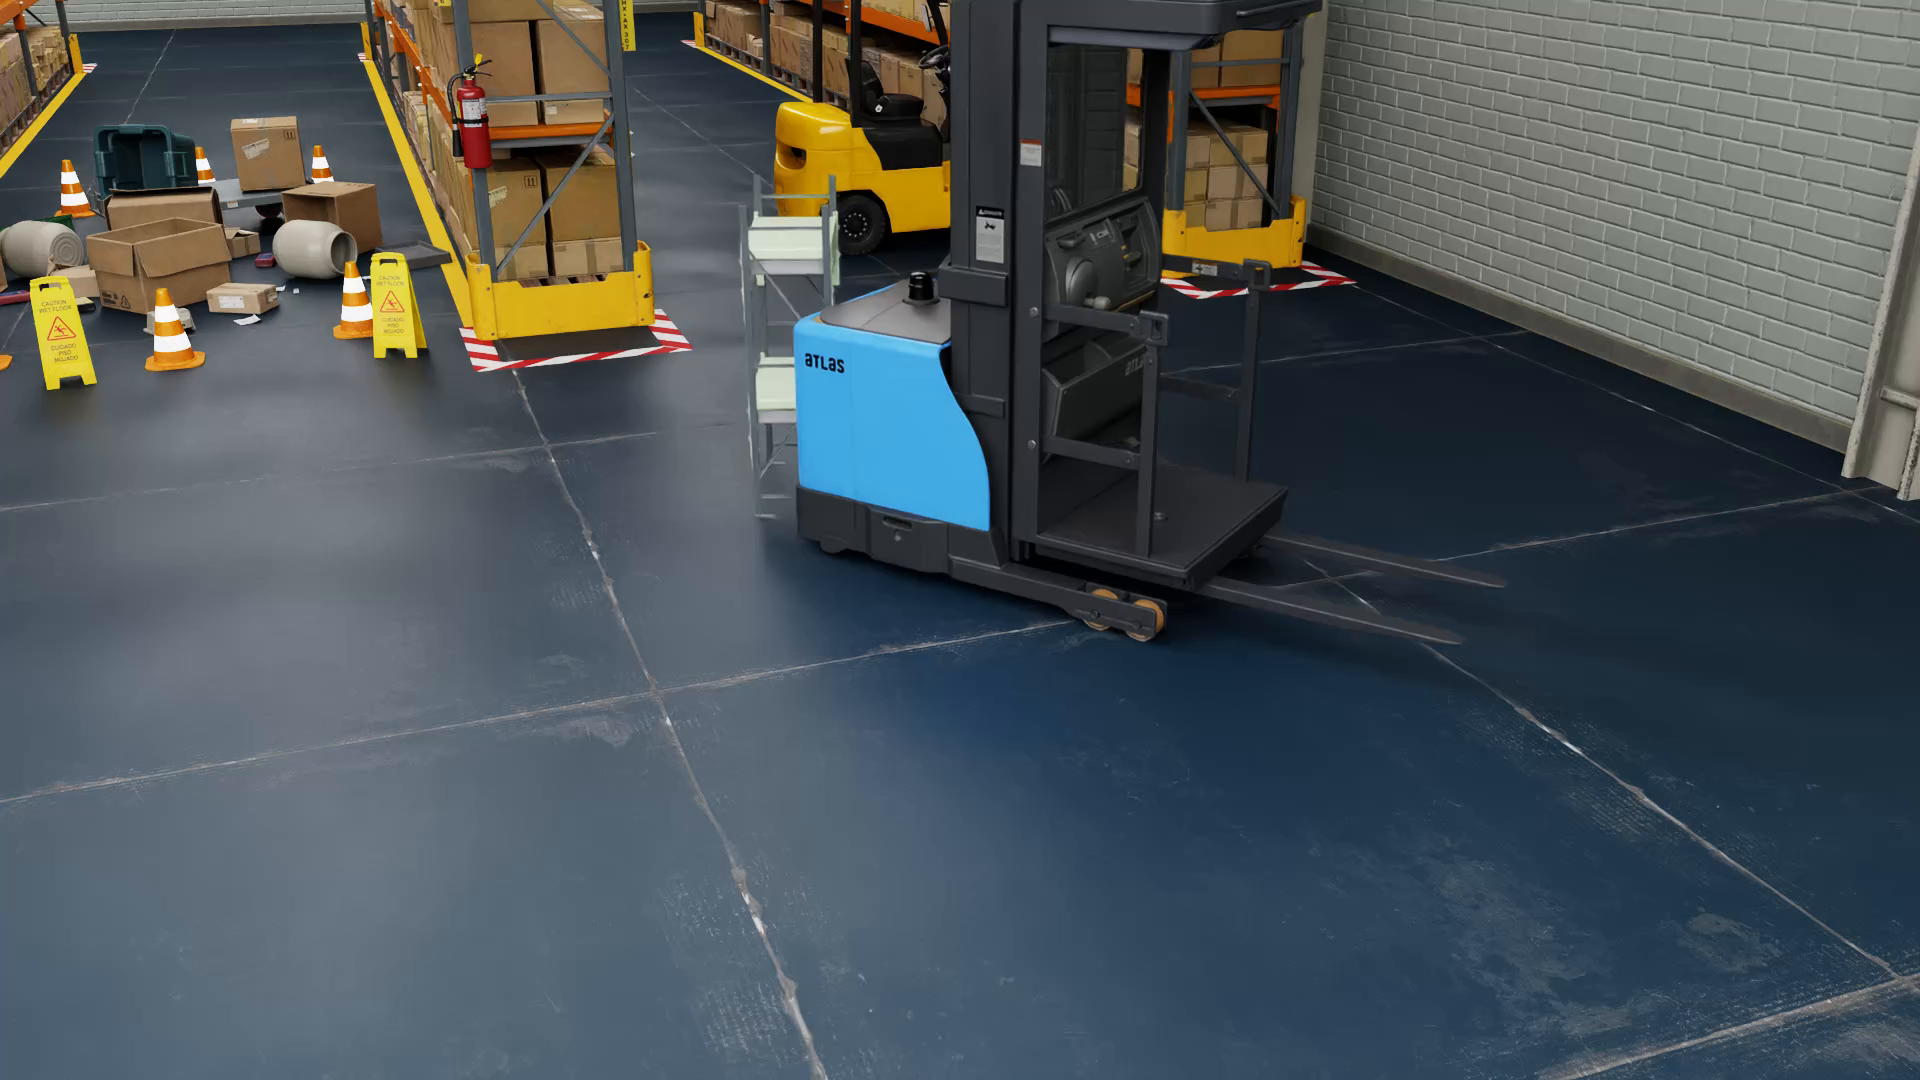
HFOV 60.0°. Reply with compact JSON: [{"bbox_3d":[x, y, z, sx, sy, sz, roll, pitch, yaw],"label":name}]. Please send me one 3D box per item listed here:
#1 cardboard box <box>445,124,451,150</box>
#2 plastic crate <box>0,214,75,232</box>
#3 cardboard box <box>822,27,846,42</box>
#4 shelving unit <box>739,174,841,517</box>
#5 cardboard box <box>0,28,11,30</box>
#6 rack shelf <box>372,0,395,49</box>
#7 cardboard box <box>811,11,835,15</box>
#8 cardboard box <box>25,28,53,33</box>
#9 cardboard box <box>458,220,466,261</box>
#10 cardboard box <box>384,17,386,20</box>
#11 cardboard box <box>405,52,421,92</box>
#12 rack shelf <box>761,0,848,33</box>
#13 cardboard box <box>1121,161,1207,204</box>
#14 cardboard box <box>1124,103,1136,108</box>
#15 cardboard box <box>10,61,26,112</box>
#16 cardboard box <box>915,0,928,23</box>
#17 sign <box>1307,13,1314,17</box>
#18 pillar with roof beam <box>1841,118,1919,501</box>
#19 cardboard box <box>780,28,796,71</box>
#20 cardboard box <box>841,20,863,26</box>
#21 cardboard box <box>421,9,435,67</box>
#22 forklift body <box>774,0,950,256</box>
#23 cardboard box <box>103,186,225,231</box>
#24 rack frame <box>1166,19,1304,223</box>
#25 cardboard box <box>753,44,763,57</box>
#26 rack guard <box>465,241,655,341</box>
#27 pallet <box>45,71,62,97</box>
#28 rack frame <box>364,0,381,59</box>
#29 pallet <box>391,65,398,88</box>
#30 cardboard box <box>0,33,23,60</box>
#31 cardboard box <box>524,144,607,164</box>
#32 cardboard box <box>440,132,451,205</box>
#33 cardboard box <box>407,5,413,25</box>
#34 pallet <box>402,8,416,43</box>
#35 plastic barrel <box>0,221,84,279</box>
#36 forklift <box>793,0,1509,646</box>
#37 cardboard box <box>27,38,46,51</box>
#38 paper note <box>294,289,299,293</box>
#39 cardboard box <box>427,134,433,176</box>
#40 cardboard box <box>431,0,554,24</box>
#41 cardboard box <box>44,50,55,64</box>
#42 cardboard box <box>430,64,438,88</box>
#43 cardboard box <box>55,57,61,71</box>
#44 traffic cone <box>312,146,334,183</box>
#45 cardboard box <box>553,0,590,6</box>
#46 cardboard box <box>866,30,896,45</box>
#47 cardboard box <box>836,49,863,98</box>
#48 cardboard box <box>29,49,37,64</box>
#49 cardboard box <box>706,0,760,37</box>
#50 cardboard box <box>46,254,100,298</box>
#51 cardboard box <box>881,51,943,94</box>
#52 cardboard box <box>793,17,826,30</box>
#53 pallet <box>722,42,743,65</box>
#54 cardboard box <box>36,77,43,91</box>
[{"bbox_3d":[-3.517,-2.927,12.032,0.380,0.149,0.250,-7,24,-17],"label":"cardboard box"},{"bbox_3d":[-7.341,-2.374,13.067,0.450,0.188,0.662,-6,21,12],"label":"plastic crate"},{"bbox_3d":[-1.532,-6.253,20.566,0.380,0.149,0.250,-9,24,-20],"label":"cardboard box"},{"bbox_3d":[-0.798,-0.949,8.070,0.431,1.500,0.755,-1,23,-1],"label":"shelving unit"},{"bbox_3d":[-13.000,-6.804,22.394,0.380,0.149,0.250,-10,25,-21],"label":"cardboard box"},{"bbox_3d":[-6.153,-6.091,19.266,1.077,0.370,4.000,-8,24,-19],"label":"rack shelf"},{"bbox_3d":[-1.817,-7.078,22.524,0.380,0.149,0.250,-9,25,-21],"label":"cardboard box"},{"bbox_3d":[-12.408,-6.784,22.347,0.380,0.149,0.250,-8,24,-18],"label":"cardboard box"},{"bbox_3d":[-3.333,-2.162,12.016,0.500,0.250,0.500,-8,24,-19],"label":"cardboard box"},{"bbox_3d":[-7.946,-7.389,24.178,0.875,0.438,0.875,-9,25,-21],"label":"cardboard box"},{"bbox_3d":[-5.613,-5.173,18.355,0.875,0.875,0.875,-9,24,-19],"label":"cardboard box"},{"bbox_3d":[-1.510,-6.773,20.885,1.077,0.370,4.000,-8,24,-19],"label":"rack shelf"},{"bbox_3d":[1.558,-2.762,12.797,0.500,0.250,0.500,-9,24,-20],"label":"cardboard box"},{"bbox_3d":[1.508,-3.611,14.167,0.500,0.250,0.500,-9,24,-20],"label":"cardboard box"},{"bbox_3d":[-10.776,-5.054,18.557,0.500,0.500,0.500,-9,24,-20],"label":"cardboard box"},{"bbox_3d":[-0.143,-5.369,16.821,0.500,0.250,0.500,-8,24,-19],"label":"cardboard box"},{"bbox_3d":[2.544,-3.981,12.116,0.100,0.325,0.005,-8,24,-19],"label":"sign"},{"bbox_3d":[0.712,-3.842,5.279,9.100,9.000,0.400,-8,24,-19],"label":"pillar with roof beam"},{"bbox_3d":[-2.059,-6.474,21.927,0.500,0.500,0.500,-9,24,-20],"label":"cardboard box"},{"bbox_3d":[-1.320,-6.614,21.422,0.380,0.149,0.250,-8,24,-18],"label":"cardboard box"},{"bbox_3d":[-3.774,-3.864,12.544,0.500,0.500,0.500,-9,24,-19],"label":"cardboard box"},{"bbox_3d":[-0.354,-3.519,13.330,2.313,2.155,1.214,-8,24,-19],"label":"forklift body"},{"bbox_3d":[-5.947,-2.331,12.457,0.797,0.637,0.503,-8,24,-19],"label":"cardboard box"},{"bbox_3d":[2.022,-3.471,12.124,1.000,3.000,0.127,-8,24,-19],"label":"rack frame"},{"bbox_3d":[-2.689,-6.874,23.326,0.380,0.149,0.250,-9,25,-21],"label":"cardboard box"},{"bbox_3d":[-2.647,-1.665,11.056,1.175,0.500,0.348,-8,24,-19],"label":"rack guard"},{"bbox_3d":[-12.160,-5.832,21.314,1.003,0.211,1.213,-8,24,-19],"label":"pallet"},{"bbox_3d":[-8.272,-8.603,24.298,1.000,3.000,0.127,-8,24,-19],"label":"rack frame"},{"bbox_3d":[-7.055,-6.151,22.073,1.003,0.211,1.213,-8,24,-19],"label":"pallet"},{"bbox_3d":[-10.955,-5.585,18.850,0.500,0.250,0.500,-9,24,-20],"label":"cardboard box"},{"bbox_3d":[-2.844,-2.590,12.067,0.500,0.500,0.500,-9,25,-21],"label":"cardboard box"},{"bbox_3d":[-3.696,-2.881,12.759,0.500,0.500,0.500,-7,24,-16],"label":"cardboard box"},{"bbox_3d":[-4.675,-4.656,14.718,0.380,0.149,0.250,-9,24,-20],"label":"cardboard box"},{"bbox_3d":[-4.709,-4.894,15.746,1.003,0.211,1.213,-8,24,-19],"label":"pallet"},{"bbox_3d":[-6.793,-2.138,12.277,0.512,0.421,0.421,8,24,18],"label":"plastic barrel"},{"bbox_3d":[0.774,-1.174,6.762,3.031,2.935,1.130,14,26,29],"label":"forklift"},{"bbox_3d":[-11.911,-6.312,21.228,0.380,0.149,0.250,-8,24,-19],"label":"cardboard box"},{"bbox_3d":[-4.792,-1.799,12.004,0.032,0.001,0.123,-8,24,-19],"label":"paper note"},{"bbox_3d":[-4.221,-3.415,14.834,0.950,0.372,0.625,-8,24,-18],"label":"cardboard box"},{"bbox_3d":[-3.005,-3.589,10.603,0.700,0.500,0.500,-9,24,-20],"label":"cardboard box"},{"bbox_3d":[-11.837,-6.184,21.307,0.380,0.149,0.250,-8,24,-18],"label":"cardboard box"},{"bbox_3d":[-3.779,-3.502,12.520,0.380,0.149,0.250,-8,24,-19],"label":"cardboard box"},{"bbox_3d":[-12.040,-6.245,21.834,0.380,0.149,0.250,-9,25,-21],"label":"cardboard box"},{"bbox_3d":[-5.781,-3.332,15.059,0.336,0.463,0.334,-8,24,-19],"label":"traffic cone"},{"bbox_3d":[-2.895,-3.555,11.811,0.500,0.500,0.500,-9,24,-20],"label":"cardboard box"},{"bbox_3d":[-0.928,-6.131,20.276,0.380,0.149,0.250,-8,24,-18],"label":"cardboard box"},{"bbox_3d":[-1.154,-5.544,19.719,0.500,0.500,0.500,-8,24,-17],"label":"cardboard box"},{"bbox_3d":[-11.424,-5.849,20.129,0.380,0.149,0.250,-7,24,-16],"label":"cardboard box"},{"bbox_3d":[-3.503,-8.093,25.763,0.797,0.503,0.637,-9,25,-21],"label":"cardboard box"},{"bbox_3d":[-6.298,-1.895,11.904,0.396,0.266,0.258,-4,23,-10],"label":"cardboard box"},{"bbox_3d":[-0.358,-5.013,18.298,0.875,0.625,0.625,-8,24,-17],"label":"cardboard box"},{"bbox_3d":[-1.958,-6.726,21.688,0.380,0.149,0.250,-9,24,-20],"label":"cardboard box"},{"bbox_3d":[-2.893,-7.240,24.657,1.003,0.211,1.213,-8,24,-19],"label":"pallet"},{"bbox_3d":[-11.283,-5.490,20.042,0.380,0.149,0.250,-9,25,-21],"label":"cardboard box"}]
